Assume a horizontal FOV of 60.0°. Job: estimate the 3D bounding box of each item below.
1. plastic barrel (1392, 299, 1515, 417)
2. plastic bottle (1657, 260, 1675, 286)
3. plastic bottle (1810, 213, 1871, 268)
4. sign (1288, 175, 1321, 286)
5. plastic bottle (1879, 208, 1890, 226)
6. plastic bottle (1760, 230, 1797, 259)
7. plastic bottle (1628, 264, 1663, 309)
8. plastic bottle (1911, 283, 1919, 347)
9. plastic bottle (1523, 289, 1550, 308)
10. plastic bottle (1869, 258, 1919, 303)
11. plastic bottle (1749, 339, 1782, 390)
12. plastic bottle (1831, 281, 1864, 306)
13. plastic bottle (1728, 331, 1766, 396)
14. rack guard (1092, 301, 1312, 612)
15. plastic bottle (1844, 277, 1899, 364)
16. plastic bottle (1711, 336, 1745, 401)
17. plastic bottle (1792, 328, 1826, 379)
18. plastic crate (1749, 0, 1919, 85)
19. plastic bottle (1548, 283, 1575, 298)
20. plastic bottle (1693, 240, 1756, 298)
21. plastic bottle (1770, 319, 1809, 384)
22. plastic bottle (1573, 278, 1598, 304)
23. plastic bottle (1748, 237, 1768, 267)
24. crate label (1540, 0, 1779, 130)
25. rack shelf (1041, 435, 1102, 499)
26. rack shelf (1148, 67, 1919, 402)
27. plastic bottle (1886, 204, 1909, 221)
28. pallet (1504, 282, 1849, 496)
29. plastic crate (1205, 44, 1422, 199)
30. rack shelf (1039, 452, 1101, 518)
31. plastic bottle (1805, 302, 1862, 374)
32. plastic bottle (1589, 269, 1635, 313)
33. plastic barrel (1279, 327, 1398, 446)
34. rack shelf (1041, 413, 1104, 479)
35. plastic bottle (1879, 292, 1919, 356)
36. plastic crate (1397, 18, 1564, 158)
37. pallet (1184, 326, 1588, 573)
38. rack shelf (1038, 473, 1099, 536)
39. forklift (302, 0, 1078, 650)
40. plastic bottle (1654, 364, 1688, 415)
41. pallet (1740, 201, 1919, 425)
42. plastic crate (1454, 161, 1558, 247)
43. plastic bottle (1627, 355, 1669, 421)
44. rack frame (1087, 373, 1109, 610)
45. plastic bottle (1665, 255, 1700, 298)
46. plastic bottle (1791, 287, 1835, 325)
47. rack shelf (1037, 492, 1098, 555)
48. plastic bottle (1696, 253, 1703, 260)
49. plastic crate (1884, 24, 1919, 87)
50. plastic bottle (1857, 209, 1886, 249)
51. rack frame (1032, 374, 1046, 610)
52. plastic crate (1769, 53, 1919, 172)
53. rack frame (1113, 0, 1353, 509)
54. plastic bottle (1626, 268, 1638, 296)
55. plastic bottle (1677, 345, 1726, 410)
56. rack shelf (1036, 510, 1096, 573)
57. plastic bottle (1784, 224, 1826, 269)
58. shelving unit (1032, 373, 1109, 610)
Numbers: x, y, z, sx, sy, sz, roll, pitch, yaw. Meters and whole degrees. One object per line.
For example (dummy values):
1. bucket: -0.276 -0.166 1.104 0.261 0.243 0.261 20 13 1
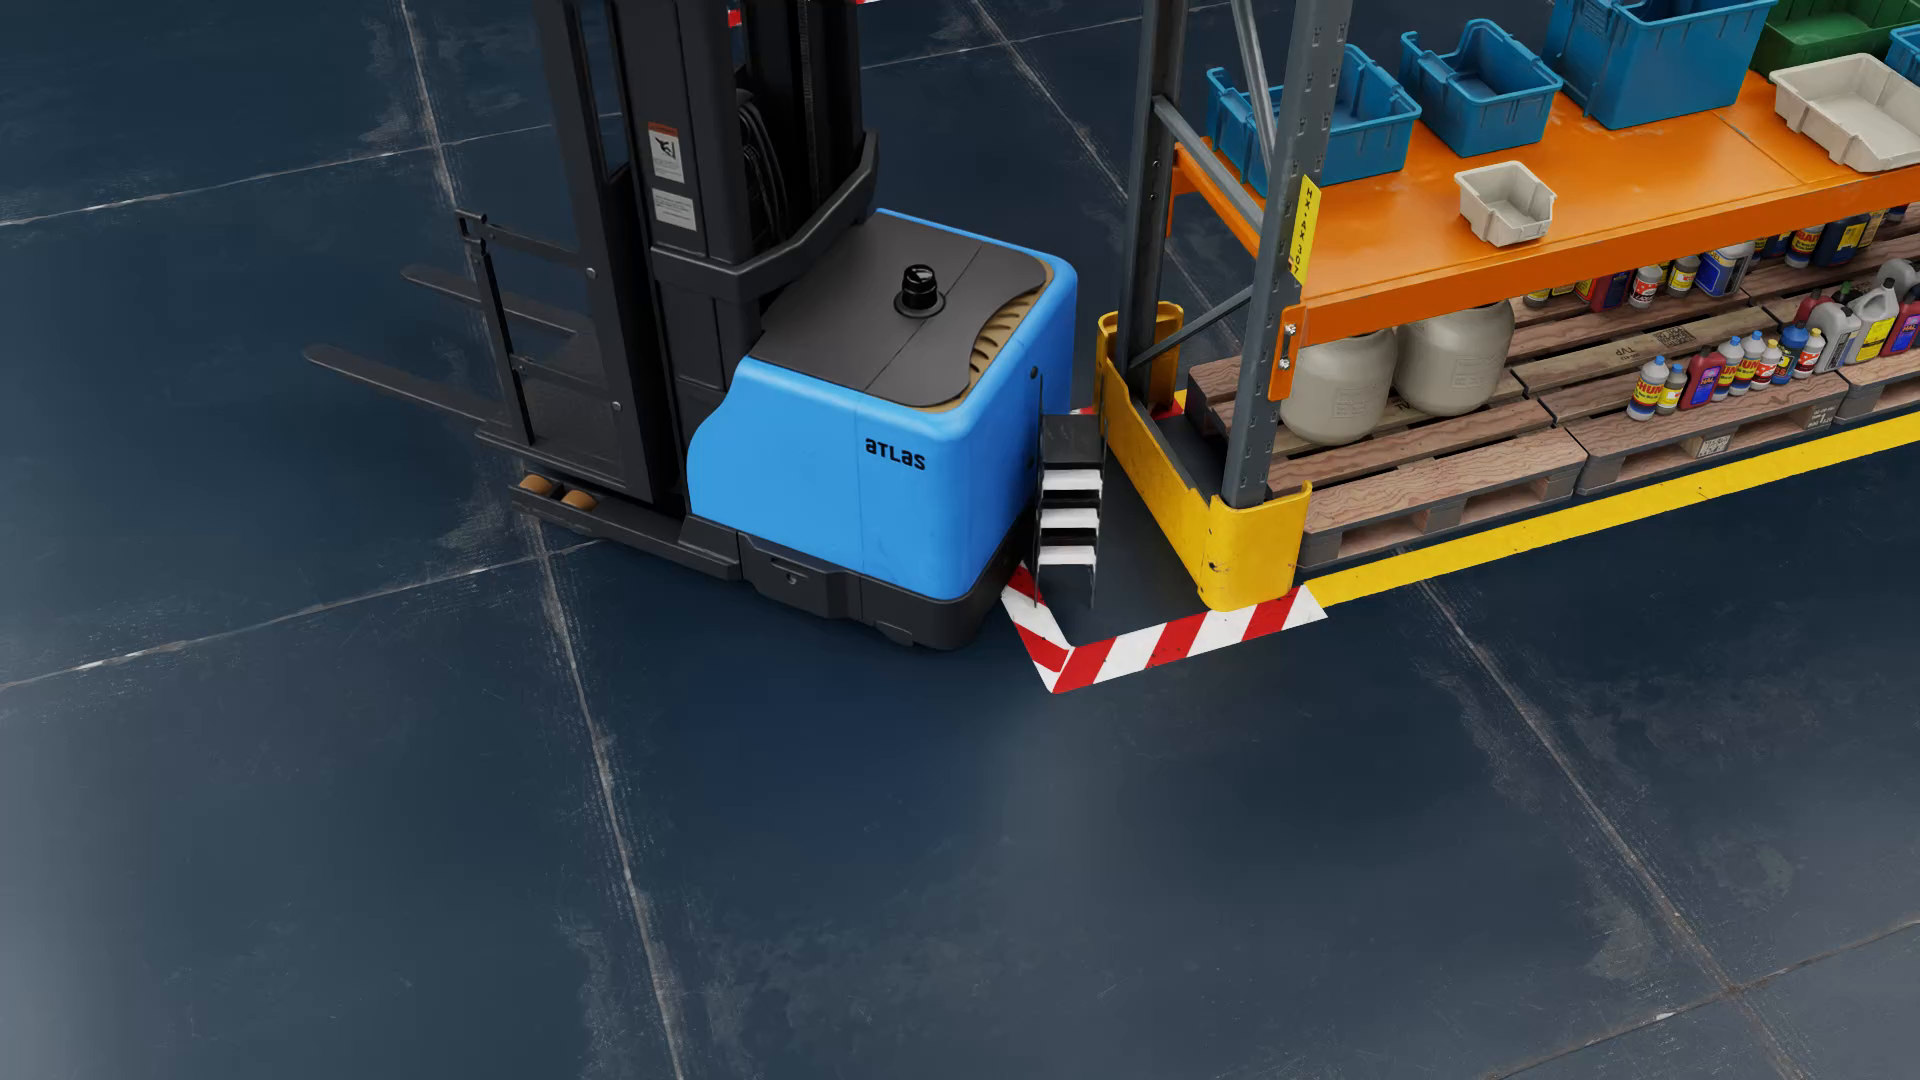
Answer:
1. plastic barrel: 1.881 -0.767 6.356 0.421 0.512 0.421 0 45 0
2. plastic bottle: 2.927 -1.239 6.927 0.185 0.351 0.144 -13 46 -12
3. plastic bottle: 3.728 -1.335 7.023 0.185 0.351 0.144 -14 47 -14
4. sign: 0.999 -0.897 4.831 0.005 0.325 0.100 -14 47 -14
5. plastic bottle: 4.035 -1.487 7.280 0.097 0.201 0.097 0 45 0
6. plastic bottle: 3.501 -1.386 7.073 0.185 0.351 0.144 -16 47 -16
7. plastic bottle: 2.832 -1.065 6.859 0.097 0.201 0.097 0 45 0
8. plastic bottle: 3.891 -0.956 6.645 0.185 0.351 0.144 -17 47 -16
9. plastic bottle: 2.395 -1.068 6.862 0.097 0.201 0.097 0 45 0
10. plastic bottle: 3.817 -1.022 6.763 0.135 0.276 0.152 -14 47 -14
11. plastic bottle: 3.138 -0.693 6.488 0.097 0.201 0.097 0 45 0
12. plastic bottle: 3.528 -0.917 6.653 0.133 0.283 0.061 -14 47 -14
13. plastic bottle: 3.044 -0.694 6.440 0.097 0.271 0.097 0 45 0
14. rack guard: 0.872 -0.334 6.230 0.348 0.500 1.175 -14 47 -14
15. plastic bottle: 3.587 -0.878 6.567 0.185 0.351 0.144 -15 47 -14
16. plastic bottle: 2.950 -0.670 6.416 0.097 0.271 0.097 0 45 0
17. plastic bottle: 3.331 -0.743 6.537 0.097 0.201 0.097 0 45 0
18. plastic crate: 3.206 -1.916 6.191 0.662 0.188 0.450 -14 47 -14
19. plastic bottle: 2.499 -1.137 6.873 0.133 0.283 0.061 -13 47 -13
20. plastic bottle: 3.176 -1.165 6.905 0.135 0.276 0.152 -14 47 -14
21. plastic bottle: 3.235 -0.743 6.488 0.097 0.271 0.097 0 45 0
22. plastic bottle: 2.642 -1.137 6.878 0.135 0.276 0.152 -14 47 -14
23. plastic bottle: 3.376 -1.298 7.041 0.097 0.271 0.097 0 45 0
24. crate label: 2.456 -1.802 5.903 0.616 0.435 0.502 -14 47 -14
25. rack shelf: 0.374 -0.254 5.661 0.200 0.077 0.258 0 45 0
26. rack shelf: 2.698 -1.394 6.029 4.000 0.370 1.077 -14 47 -14
27. plastic bottle: 4.131 -1.536 7.279 0.097 0.271 0.097 0 45 0
28. pallet: 2.784 -0.715 6.813 1.213 0.211 1.003 -14 47 -14
29. plastic crate: 1.186 -1.434 5.667 0.616 0.251 0.499 -14 47 -14
30. rack shelf: 0.374 -0.191 5.725 0.200 0.077 0.258 0 45 0
31. plastic bottle: 3.433 -0.815 6.557 0.135 0.276 0.152 -14 47 -13
32. plastic bottle: 2.678 -1.069 6.804 0.133 0.283 0.061 -14 47 -14
33. plastic barrel: 1.410 -0.646 6.236 0.421 0.512 0.421 0 45 0
34. rack shelf: 0.374 -0.318 5.597 0.200 0.077 0.258 0 45 0
35. plastic bottle: 3.752 -0.865 6.602 0.133 0.283 0.061 -11 46 -11
36. plastic crate: 1.799 -1.586 5.818 0.408 0.251 0.499 -14 47 -14
37. pallet: 1.638 -0.424 6.523 1.213 0.211 1.003 -14 47 -14
38. rack shelf: 0.374 -0.127 5.789 0.200 0.077 0.258 0 45 0
39. forklift: -1.139 -1.375 5.551 3.031 2.935 1.130 19 48 18
40. plastic bottle: 2.725 -0.588 6.383 0.097 0.201 0.097 0 45 0
41. pallet: 3.933 -1.011 7.108 1.213 0.211 1.003 -14 47 -14
42. plastic crate: 1.768 -1.075 5.389 0.250 0.136 0.298 -14 47 -14
43. plastic bottle: 2.628 -0.587 6.333 0.097 0.271 0.097 0 45 0
44. rack frame: 0.476 -0.151 5.766 0.006 0.900 0.240 0 45 0
45. plastic bottle: 3.009 -1.116 6.910 0.097 0.201 0.097 0 45 0
46. plastic bottle: 3.396 -0.889 6.625 0.133 0.283 0.061 -14 47 -14
47. rack shelf: 0.374 -0.064 5.852 0.200 0.077 0.258 0 45 0
48. plastic bottle: 3.102 -1.284 6.971 0.185 0.351 0.144 -15 47 -14
49. plastic crate: 3.630 -1.629 5.861 0.616 0.251 0.499 -14 47 -14
50. plastic bottle: 3.872 -1.374 7.109 0.133 0.283 0.061 -14 47 -14
51. rack frame: 0.272 -0.150 5.764 0.006 0.900 0.240 0 45 0
52. plastic crate: 3.138 -1.477 5.790 0.437 0.136 0.530 -14 47 -14
53. rack frame: 0.817 -1.167 5.295 0.127 3.000 1.000 -14 47 -14
54. plastic bottle: 2.772 -1.170 6.911 0.135 0.276 0.152 -16 47 -15
55. plastic bottle: 2.847 -0.634 6.371 0.133 0.283 0.061 -14 47 -13
56. rack shelf: 0.374 0.000 5.916 0.200 0.077 0.258 0 45 0
57. plastic bottle: 3.584 -1.288 7.032 0.097 0.271 0.097 0 45 0
58. shelving unit: 0.374 -0.151 5.765 0.210 0.900 0.258 0 45 0
